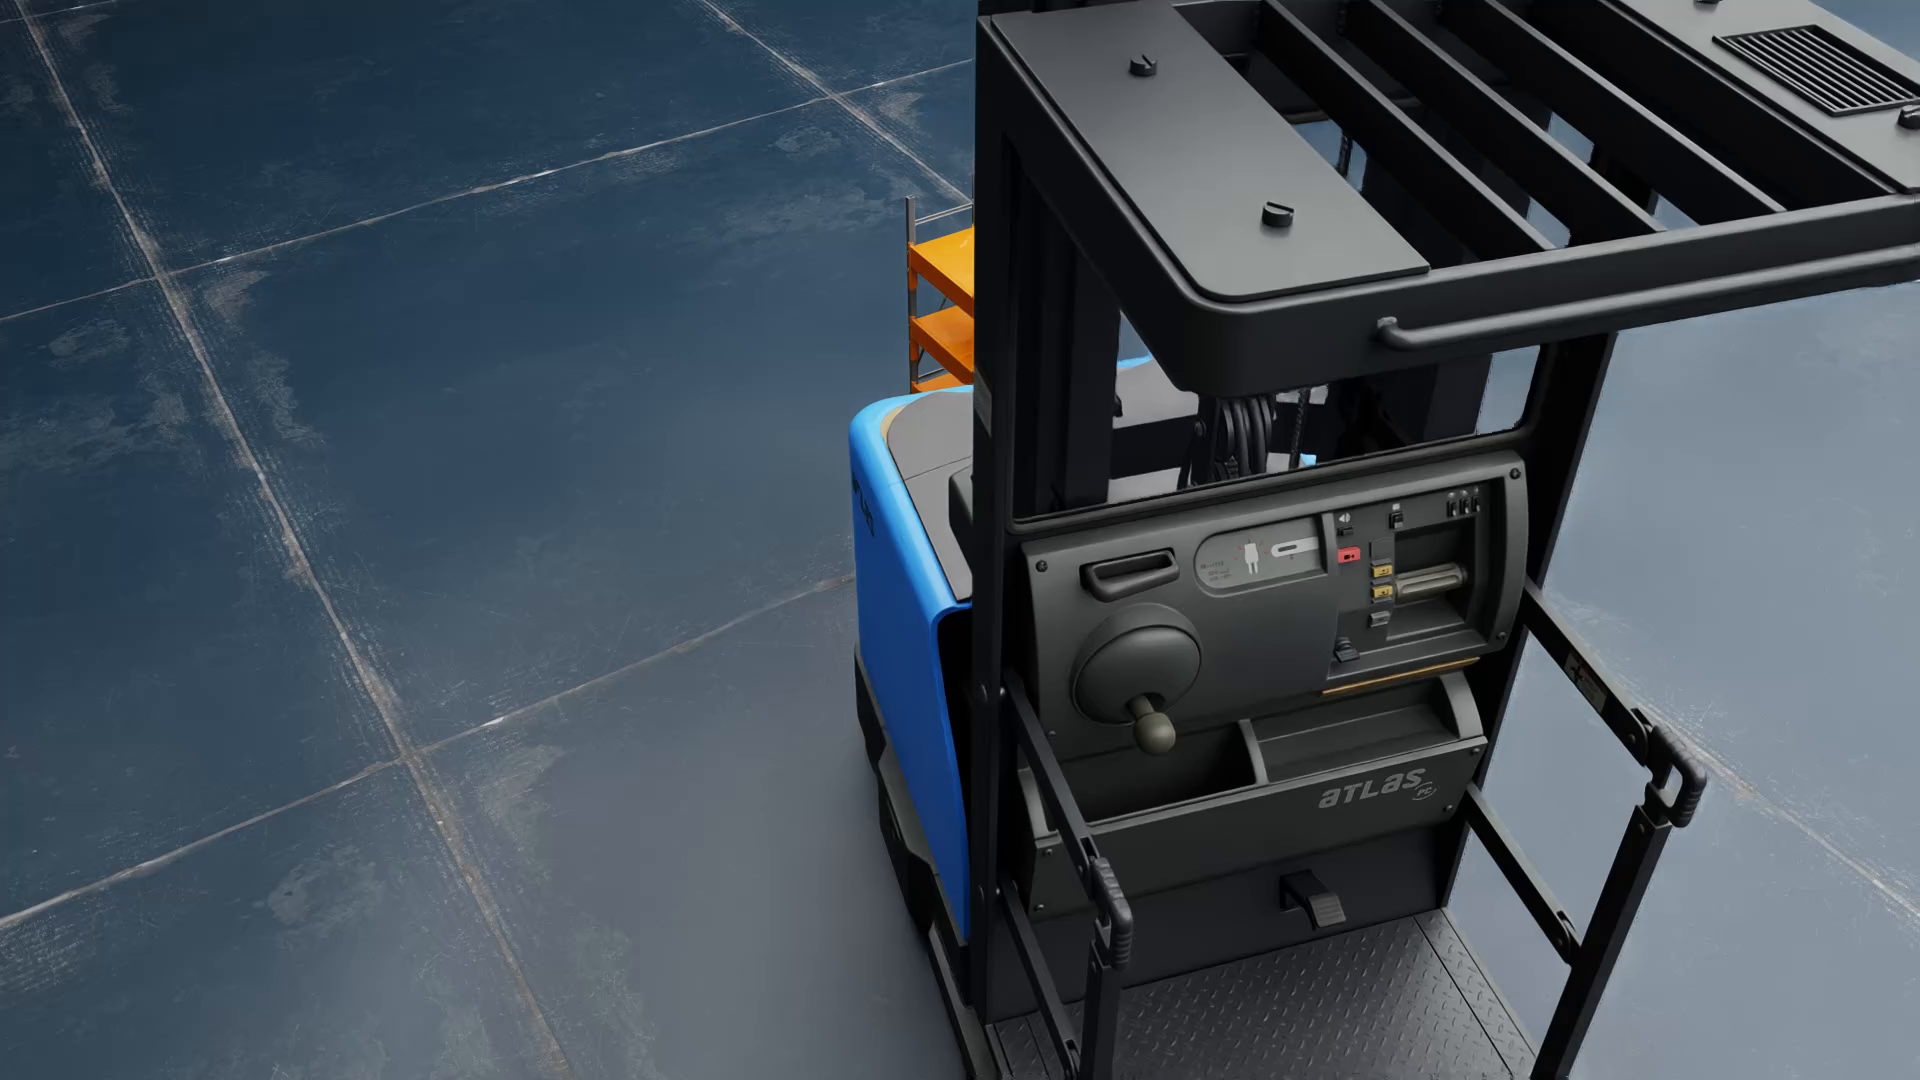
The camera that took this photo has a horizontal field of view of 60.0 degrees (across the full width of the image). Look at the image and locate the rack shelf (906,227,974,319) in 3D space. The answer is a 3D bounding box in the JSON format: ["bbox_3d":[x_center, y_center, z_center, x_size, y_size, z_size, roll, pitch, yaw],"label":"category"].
[{"bbox_3d":[0.089,-0.673,4.507,0.258,0.148,0.480,-22,45,-24],"label":"rack shelf"}]

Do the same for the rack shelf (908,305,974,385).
[{"bbox_3d":[0.089,-0.492,4.659,0.258,0.148,0.480,-22,45,-24],"label":"rack shelf"}]

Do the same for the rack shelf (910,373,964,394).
[{"bbox_3d":[0.089,-0.320,4.802,0.258,0.148,0.480,-22,45,-24],"label":"rack shelf"}]

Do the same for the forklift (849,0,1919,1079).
[{"bbox_3d":[0.627,0.189,2.734,1.130,2.935,3.031,-11,41,-13],"label":"forklift"}]

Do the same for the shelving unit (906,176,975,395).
[{"bbox_3d":[0.089,-0.372,4.759,0.258,1.200,0.503,-22,45,-24],"label":"shelving unit"}]

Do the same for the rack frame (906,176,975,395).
[{"bbox_3d":[-0.042,-0.503,4.917,0.240,1.200,0.015,-22,45,-24],"label":"rack frame"}]
